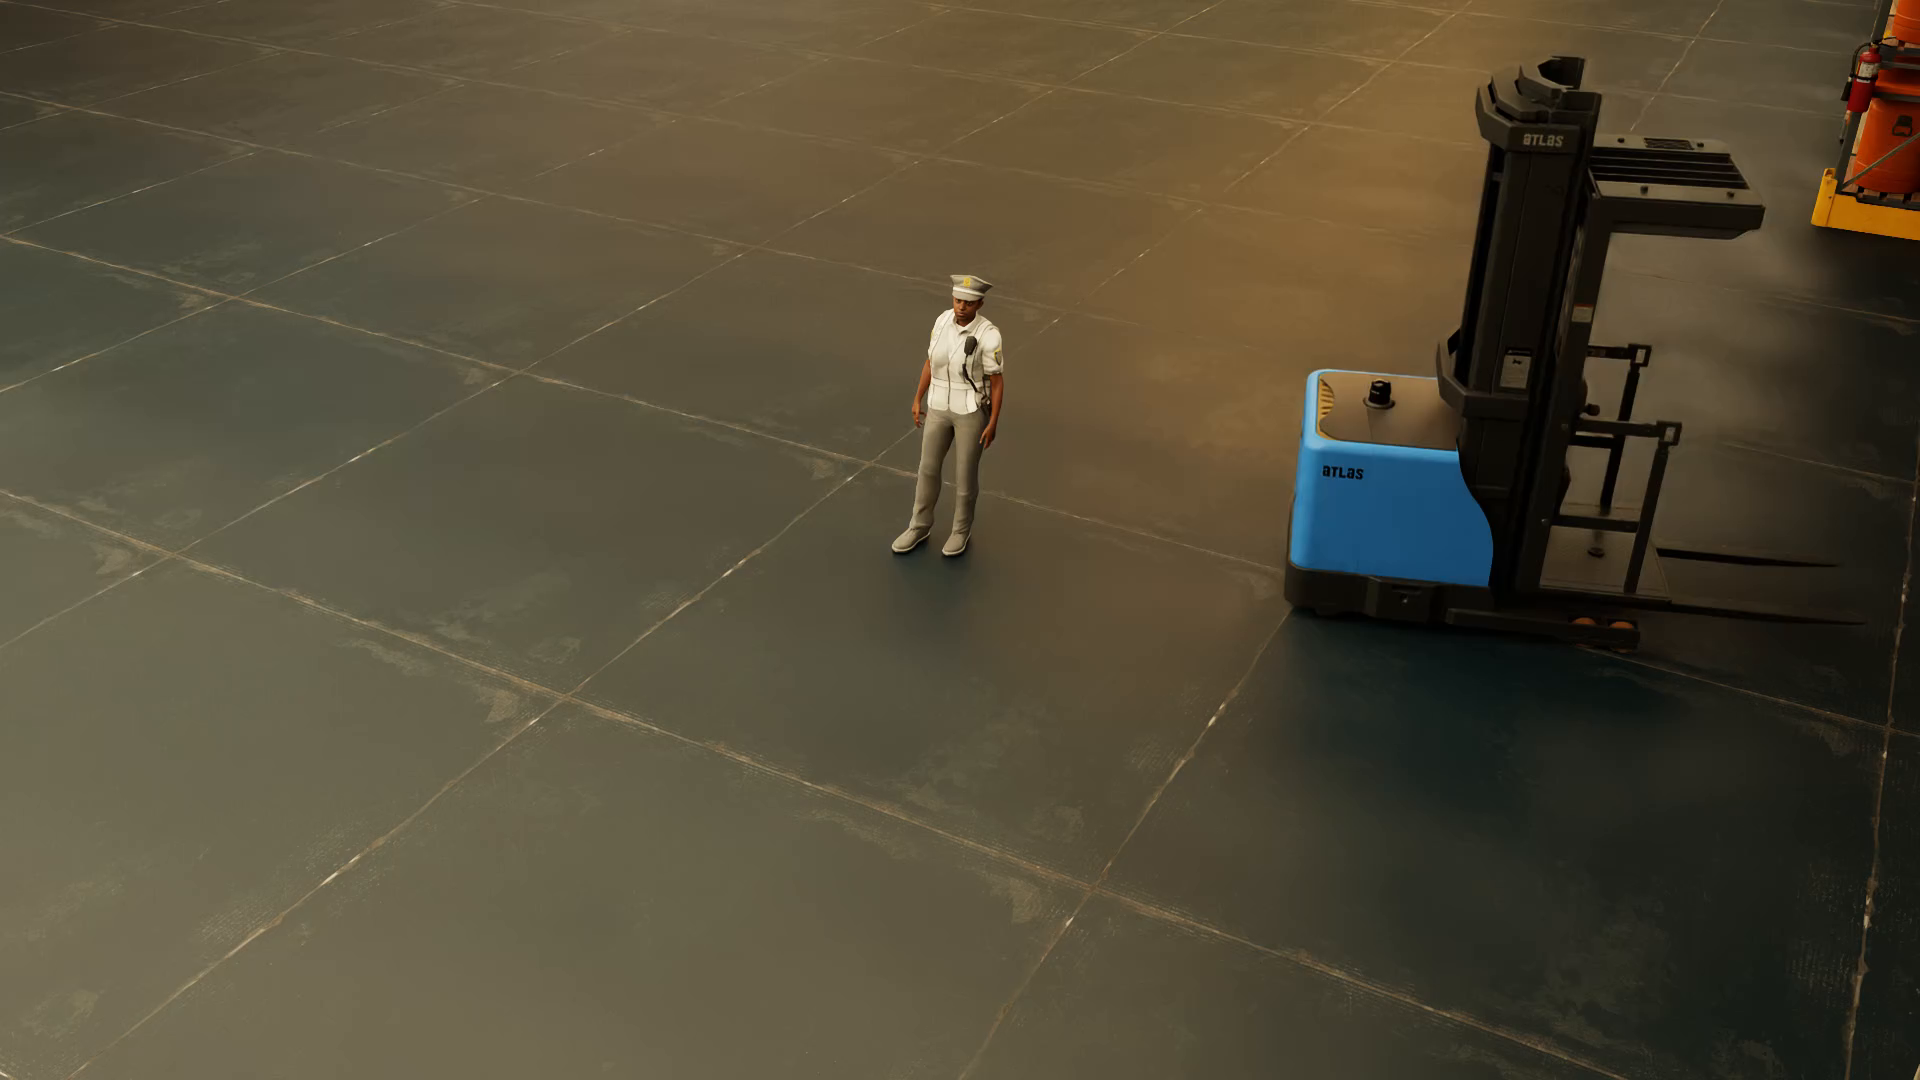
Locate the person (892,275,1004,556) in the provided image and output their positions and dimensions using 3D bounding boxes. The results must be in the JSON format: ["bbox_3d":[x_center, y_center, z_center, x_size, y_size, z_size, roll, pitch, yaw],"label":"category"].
[{"bbox_3d":[-0.054,-0.712,9.527,0.569,1.695,0.528,15,33,25],"label":"person"}]

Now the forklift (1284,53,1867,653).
[{"bbox_3d":[3.384,-0.952,8.720,3.031,2.935,1.130,6,30,10],"label":"forklift"}]
